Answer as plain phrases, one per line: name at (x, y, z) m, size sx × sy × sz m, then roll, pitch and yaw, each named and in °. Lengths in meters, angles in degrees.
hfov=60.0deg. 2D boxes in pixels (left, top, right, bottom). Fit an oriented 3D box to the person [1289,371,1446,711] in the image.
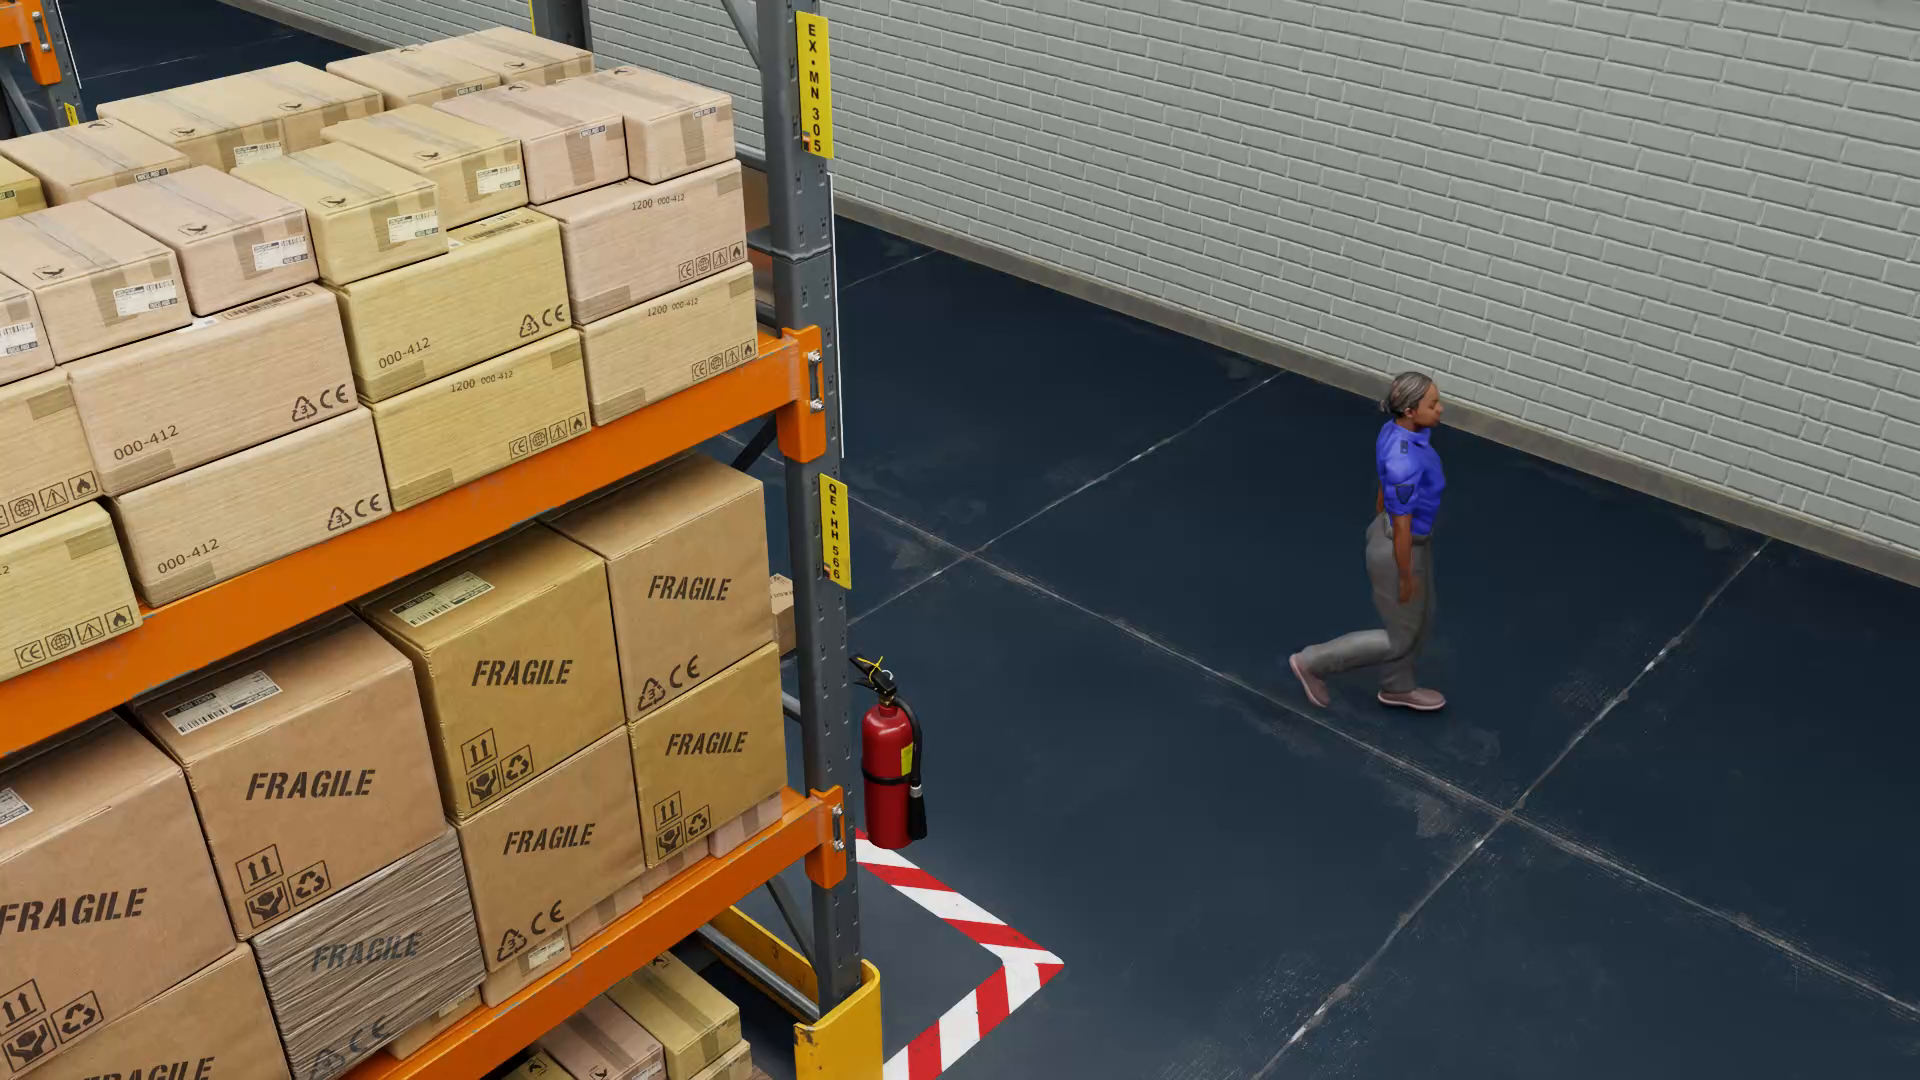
person at (1.814, 0.043, 7.045) m, size 0.708 × 1.631 × 0.445 m, roll 6°, pitch 32°, yaw 10°
